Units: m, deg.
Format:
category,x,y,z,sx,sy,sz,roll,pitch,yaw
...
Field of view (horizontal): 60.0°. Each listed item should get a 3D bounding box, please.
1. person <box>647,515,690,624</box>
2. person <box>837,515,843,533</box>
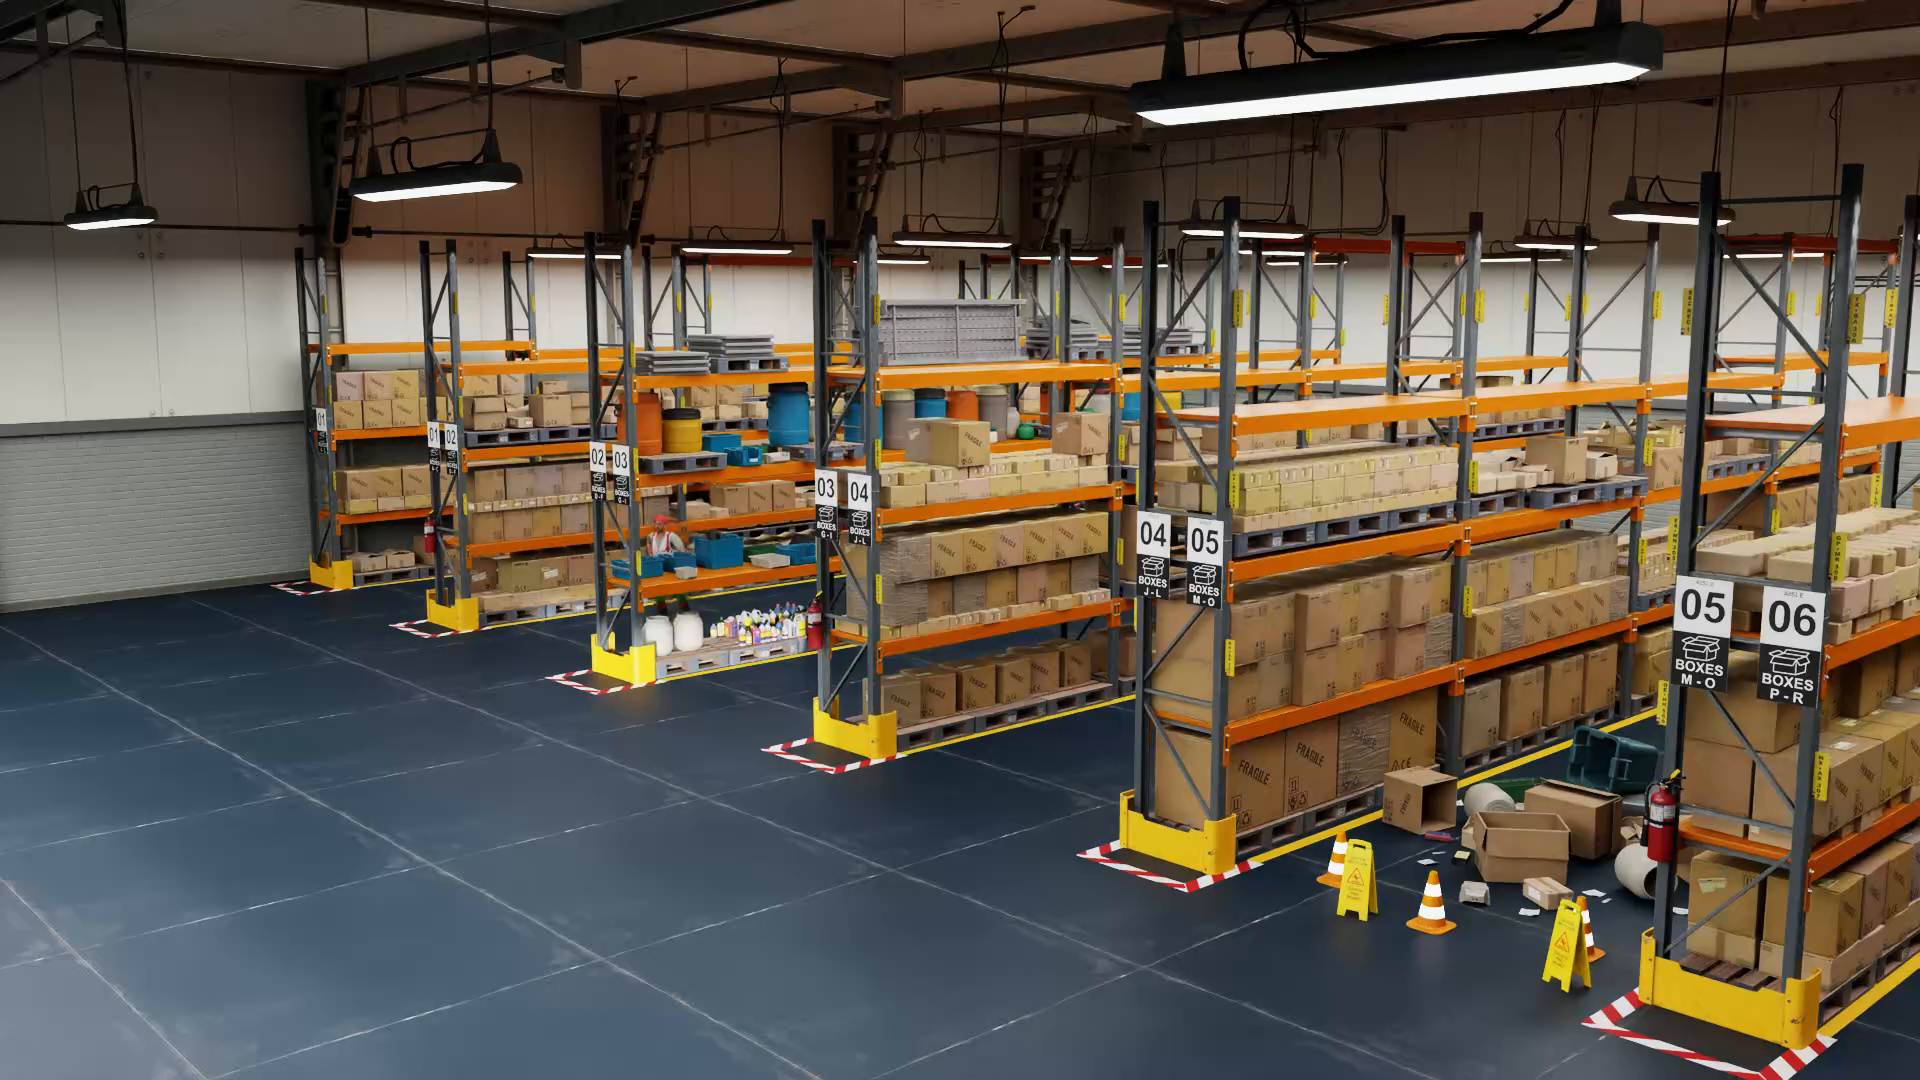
category,x,y,z,sx,sy,sz,roll,pitch,yaw
person,-4.586,0.505,25.814,0.745,1.825,0.727,3,9,17
person,-2.520,-0.567,33.676,0.610,1.684,0.704,8,12,44
